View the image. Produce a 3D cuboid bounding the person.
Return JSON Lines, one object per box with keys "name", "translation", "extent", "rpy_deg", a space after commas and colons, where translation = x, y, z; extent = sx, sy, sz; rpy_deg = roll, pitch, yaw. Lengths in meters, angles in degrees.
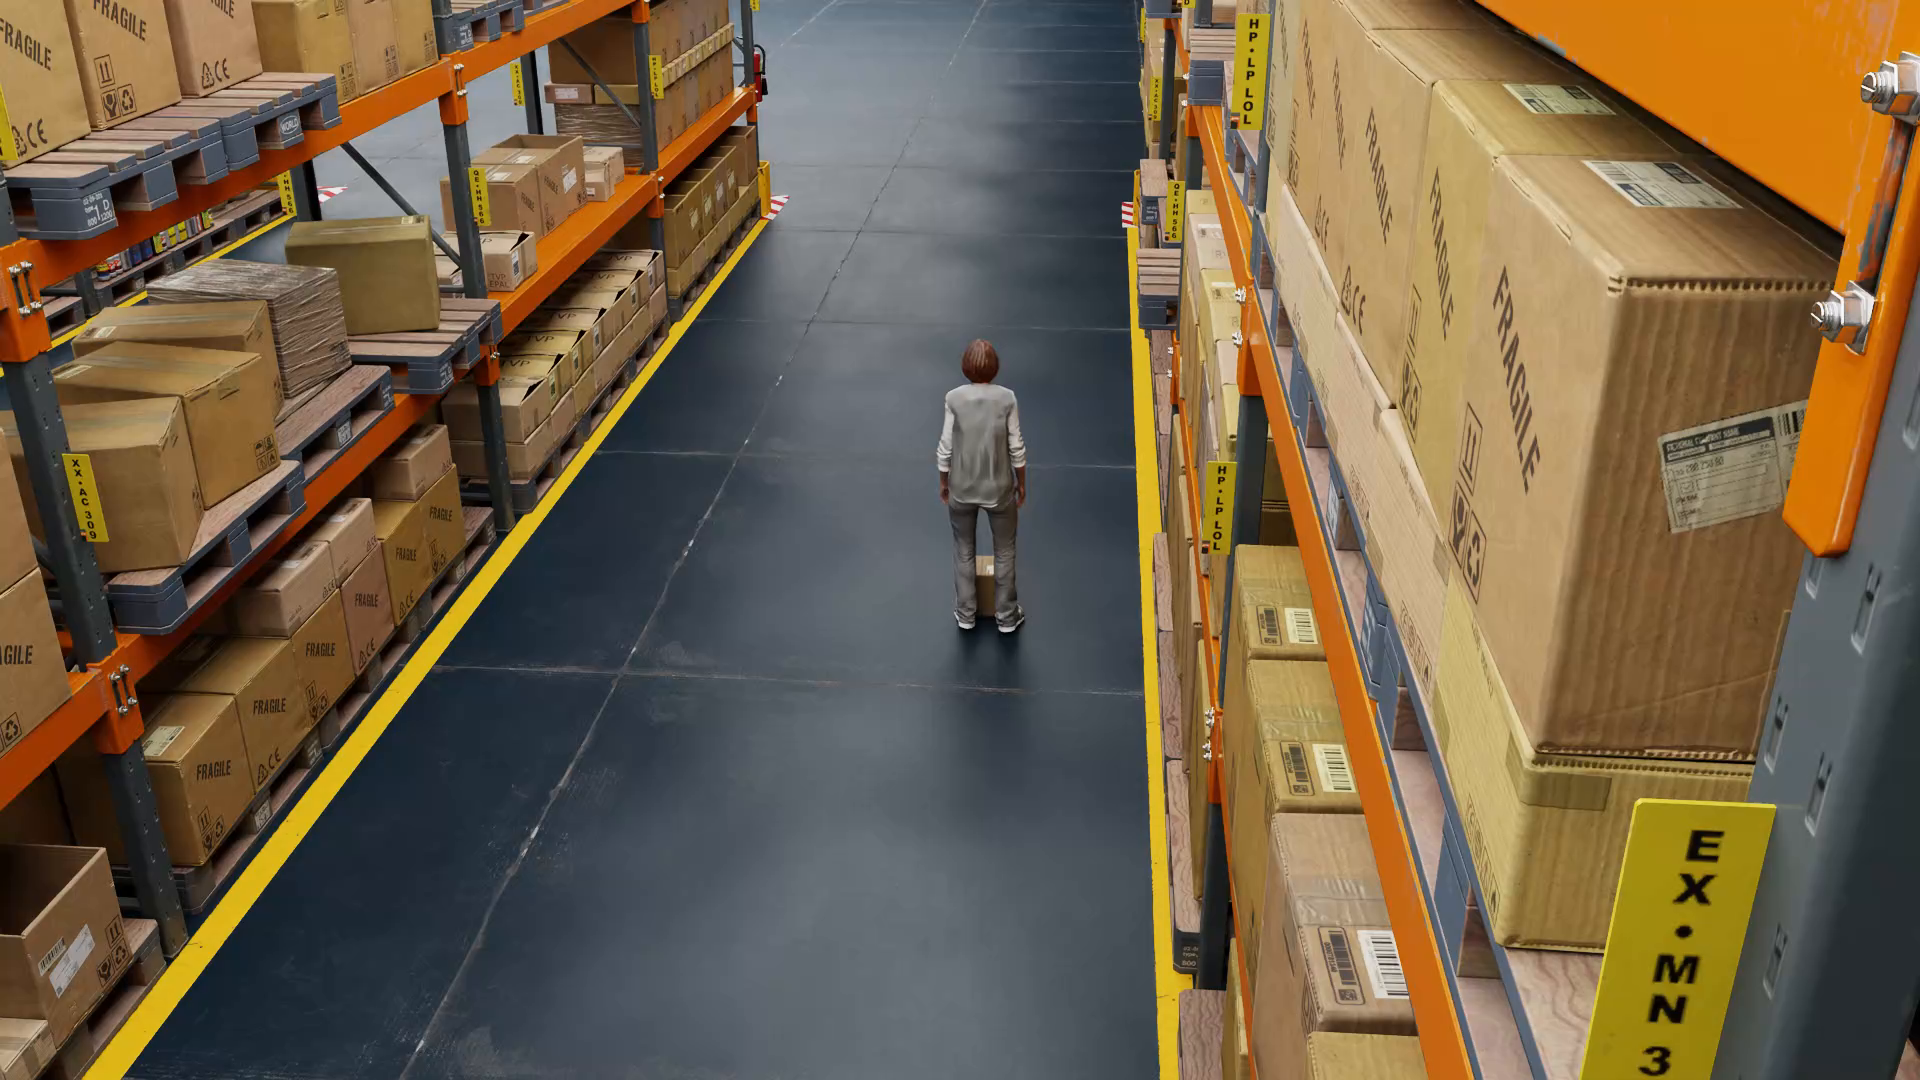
{"name": "person", "translation": [0.116, -0.262, 8.684], "extent": [0.461, 1.593, 0.364], "rpy_deg": [2, 25, 4]}
